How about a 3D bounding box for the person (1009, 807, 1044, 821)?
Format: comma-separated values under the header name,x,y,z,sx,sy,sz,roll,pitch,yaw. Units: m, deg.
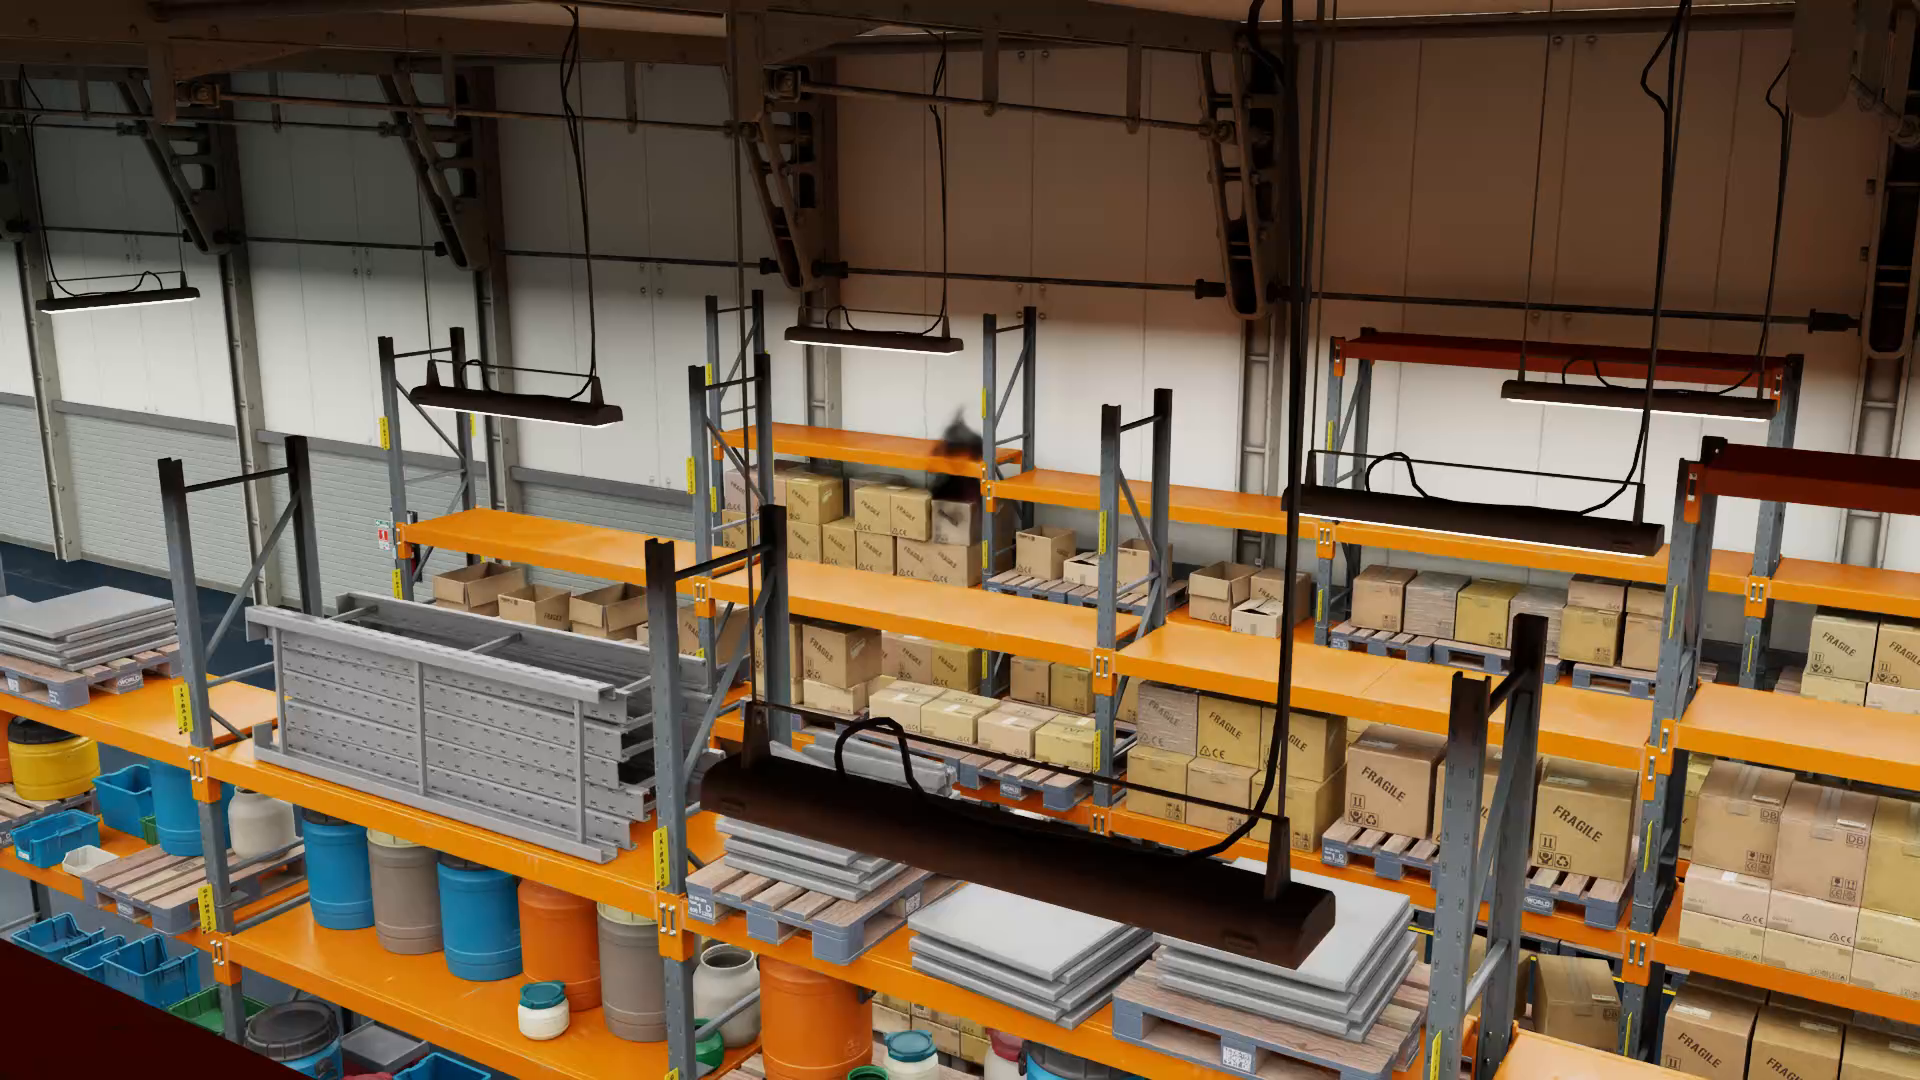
name,x,y,z,sx,sy,sz,roll,pitch,yaw
person,0.598,3.204,16.721,0.696,1.720,0.704,6,15,23
